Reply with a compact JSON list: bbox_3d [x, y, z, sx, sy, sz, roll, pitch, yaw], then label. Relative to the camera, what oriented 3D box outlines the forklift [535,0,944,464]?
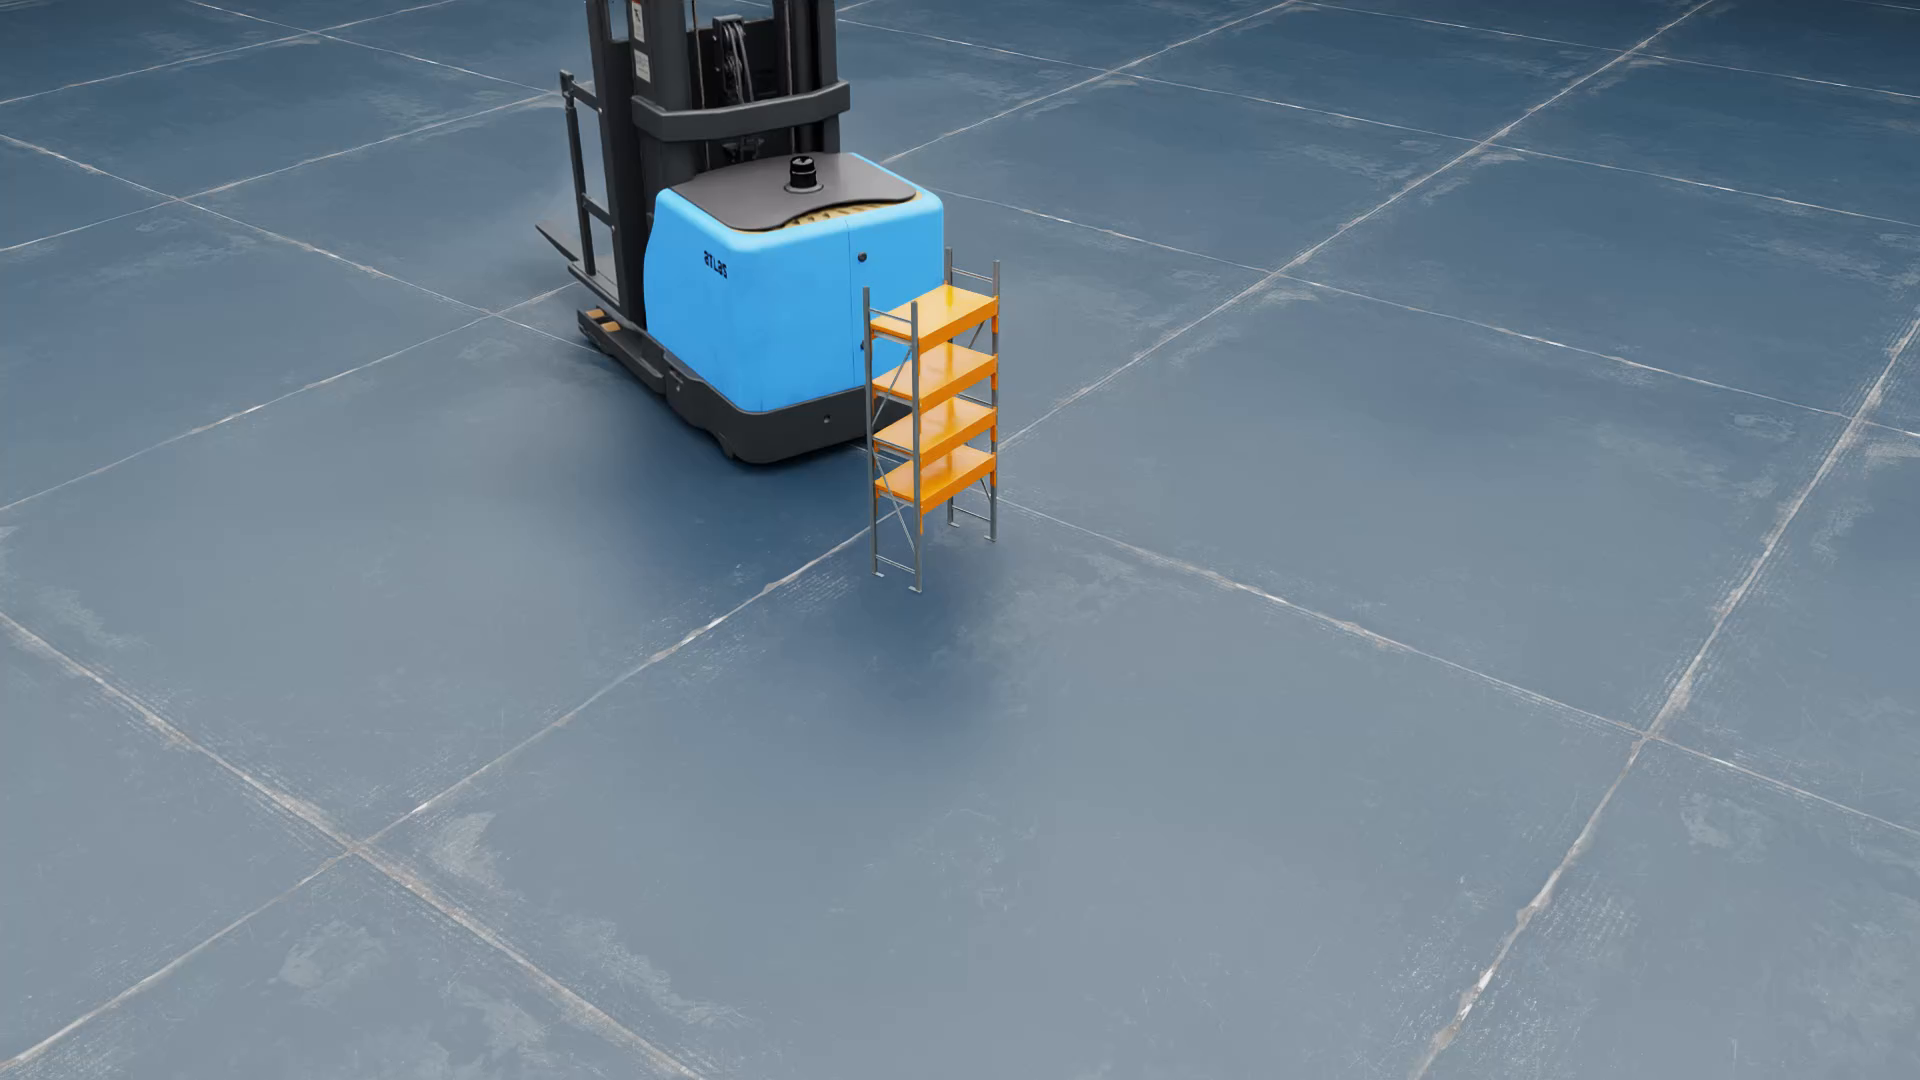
[{"bbox_3d":[-1.279,-2.300,7.755,1.130,2.935,3.031,-18,35,-28],"label":"forklift"}]

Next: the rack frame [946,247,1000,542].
[{"bbox_3d":[0.047,-0.548,6.498,0.240,1.200,0.015,21,37,31],"label":"rack frame"}]

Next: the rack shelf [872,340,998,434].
[{"bbox_3d":[-0.100,-0.583,6.251,0.258,0.148,0.480,21,37,31],"label":"rack shelf"}]

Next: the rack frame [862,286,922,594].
[{"bbox_3d":[-0.247,-0.350,6.163,0.240,1.200,0.015,21,37,31],"label":"rack frame"}]

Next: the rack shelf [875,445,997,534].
[{"bbox_3d":[-0.100,-0.220,6.466,0.258,0.148,0.480,21,37,31],"label":"rack shelf"}]

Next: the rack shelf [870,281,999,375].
[{"bbox_3d":[-0.100,-0.787,6.130,0.258,0.148,0.480,21,37,31],"label":"rack shelf"}]

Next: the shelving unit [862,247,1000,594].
[{"bbox_3d":[-0.100,-0.449,6.331,0.258,1.200,0.503,21,37,31],"label":"shelving unit"}]

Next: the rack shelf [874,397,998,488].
[{"bbox_3d":[-0.100,-0.391,6.365,0.258,0.148,0.480,21,37,31],"label":"rack shelf"}]
